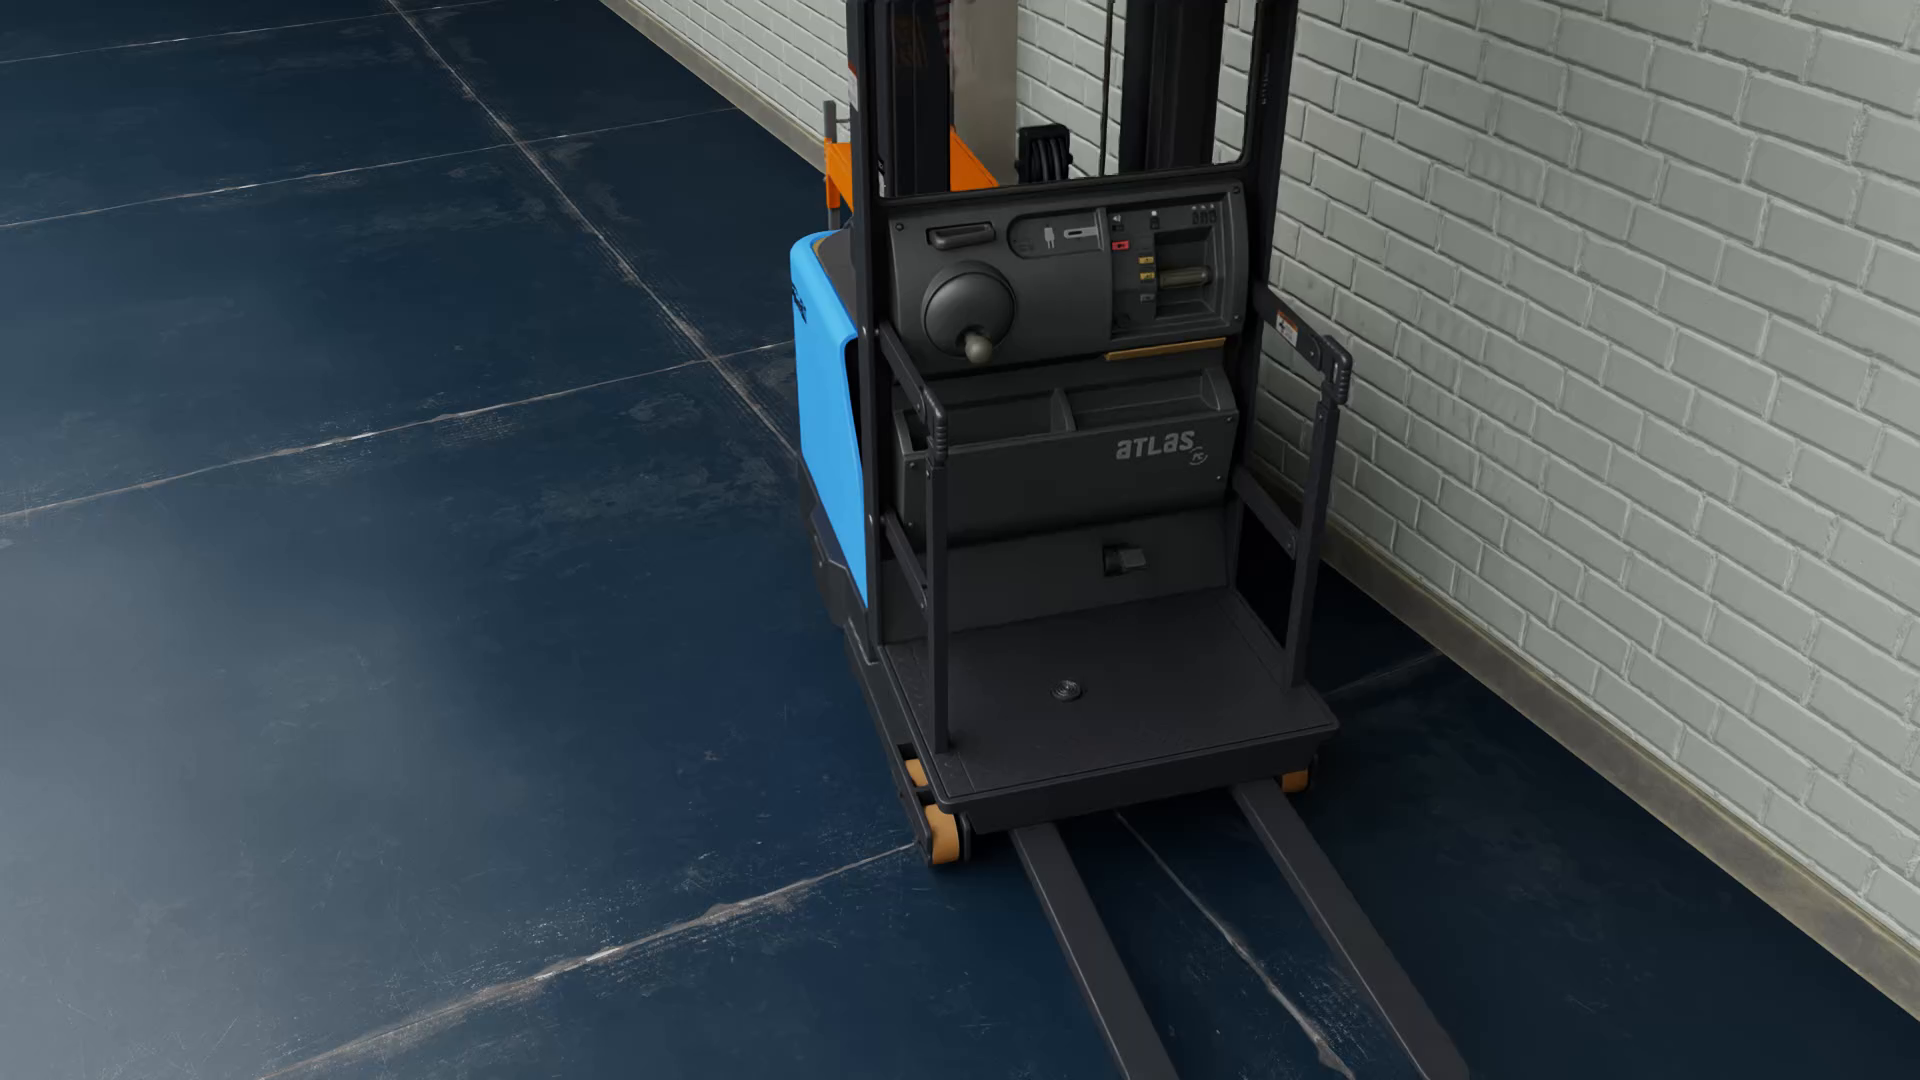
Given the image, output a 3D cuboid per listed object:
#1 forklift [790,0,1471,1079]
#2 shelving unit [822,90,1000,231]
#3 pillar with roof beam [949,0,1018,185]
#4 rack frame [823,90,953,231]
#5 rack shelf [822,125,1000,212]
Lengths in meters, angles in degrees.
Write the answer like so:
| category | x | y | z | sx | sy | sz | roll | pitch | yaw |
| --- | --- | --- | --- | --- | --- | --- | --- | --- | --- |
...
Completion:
| category | x | y | z | sx | sy | sz | roll | pitch | yaw |
| --- | --- | --- | --- | --- | --- | --- | --- | --- | --- |
| forklift | 0.345 | -0.612 | 3.988 | 1.130 | 2.935 | 3.031 | -9 | 34 | -14 |
| shelving unit | -0.129 | -0.938 | 6.171 | 0.538 | 1.125 | 1.048 | -9 | 34 | -14 |
| pillar with roof beam | -3.802 | -3.757 | 3.272 | 9.100 | 9.000 | 0.400 | -16 | 36 | -23 |
| rack frame | -0.270 | -1.201 | 6.583 | 0.500 | 1.125 | 0.032 | -9 | 34 | -14 |
| rack shelf | -0.129 | -1.184 | 6.014 | 0.538 | 0.278 | 1.000 | -9 | 34 | -14 |
